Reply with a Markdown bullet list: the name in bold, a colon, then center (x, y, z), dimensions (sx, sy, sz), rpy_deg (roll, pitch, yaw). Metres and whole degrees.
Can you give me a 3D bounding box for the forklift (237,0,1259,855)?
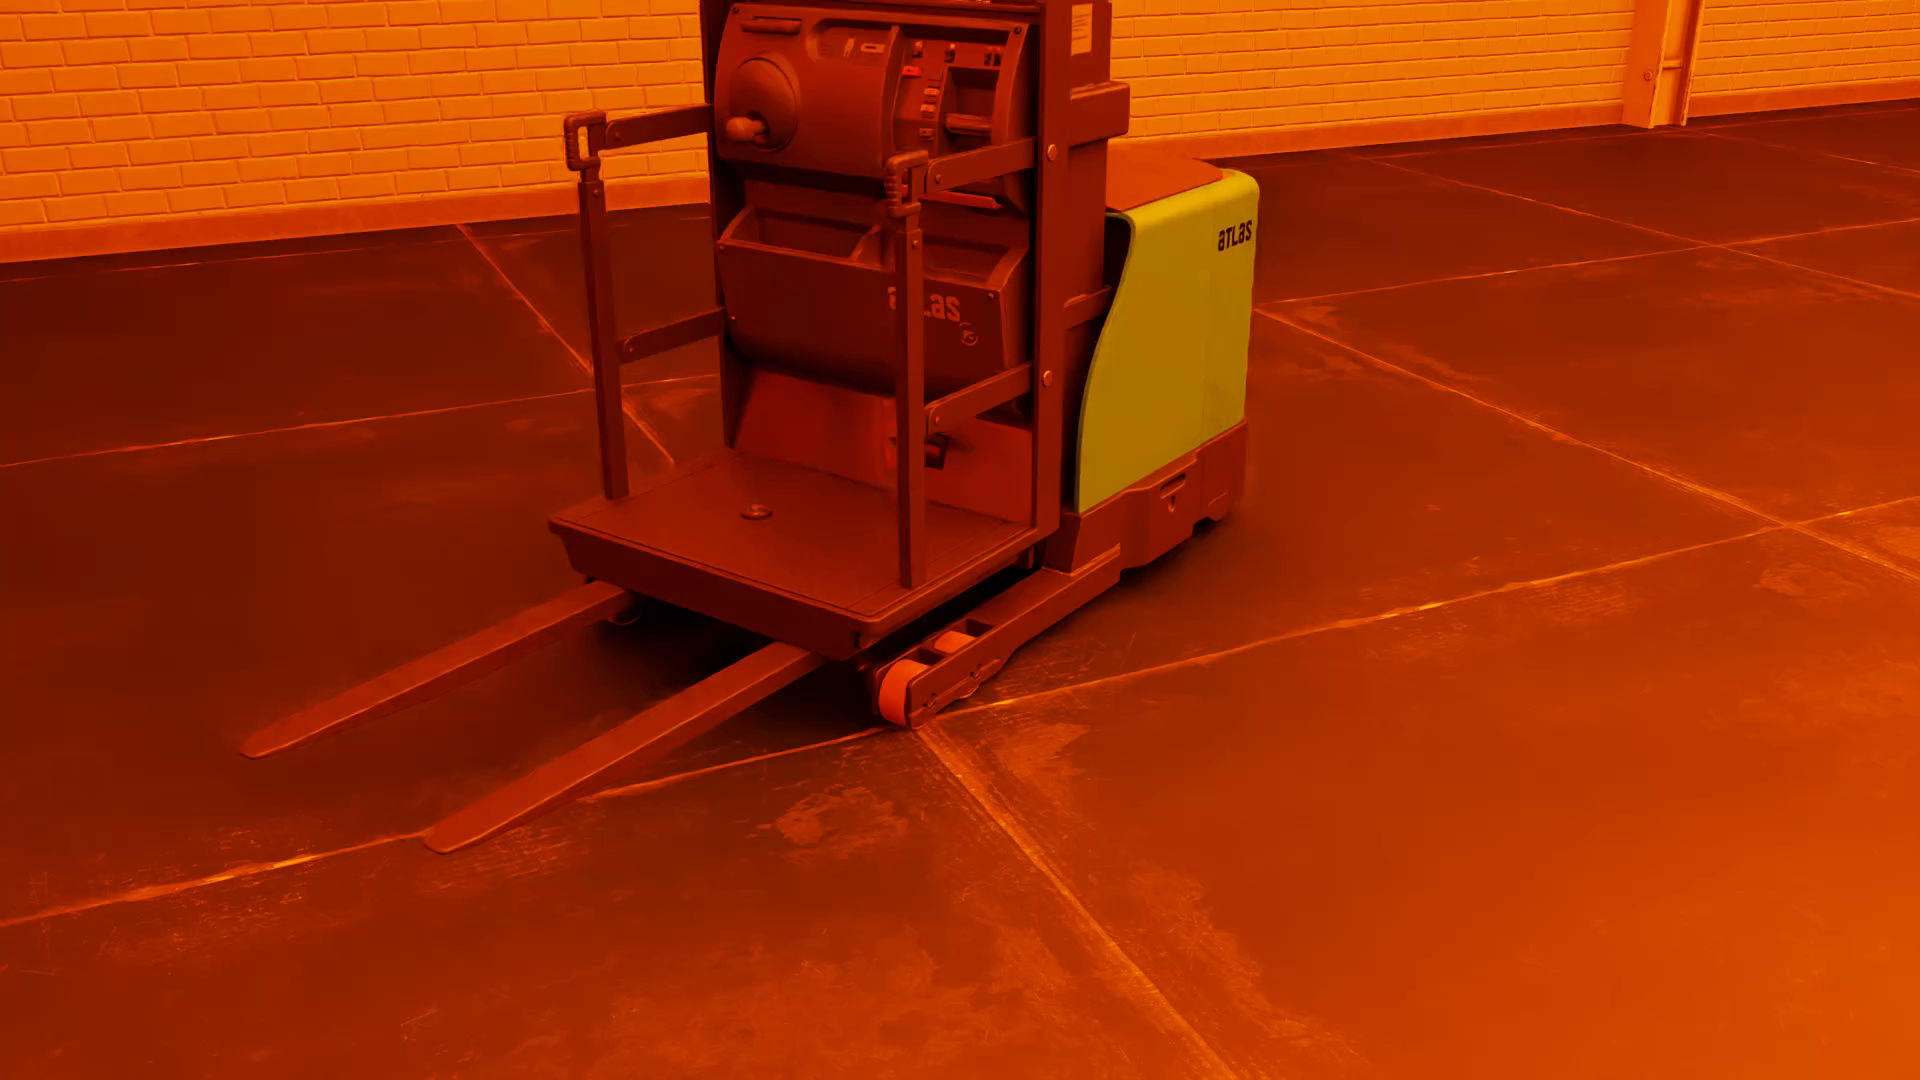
- **forklift**: center (-0.361, -1.107, 3.951), dimensions (1.130, 2.935, 3.031), rpy_deg (15, 27, 33)
